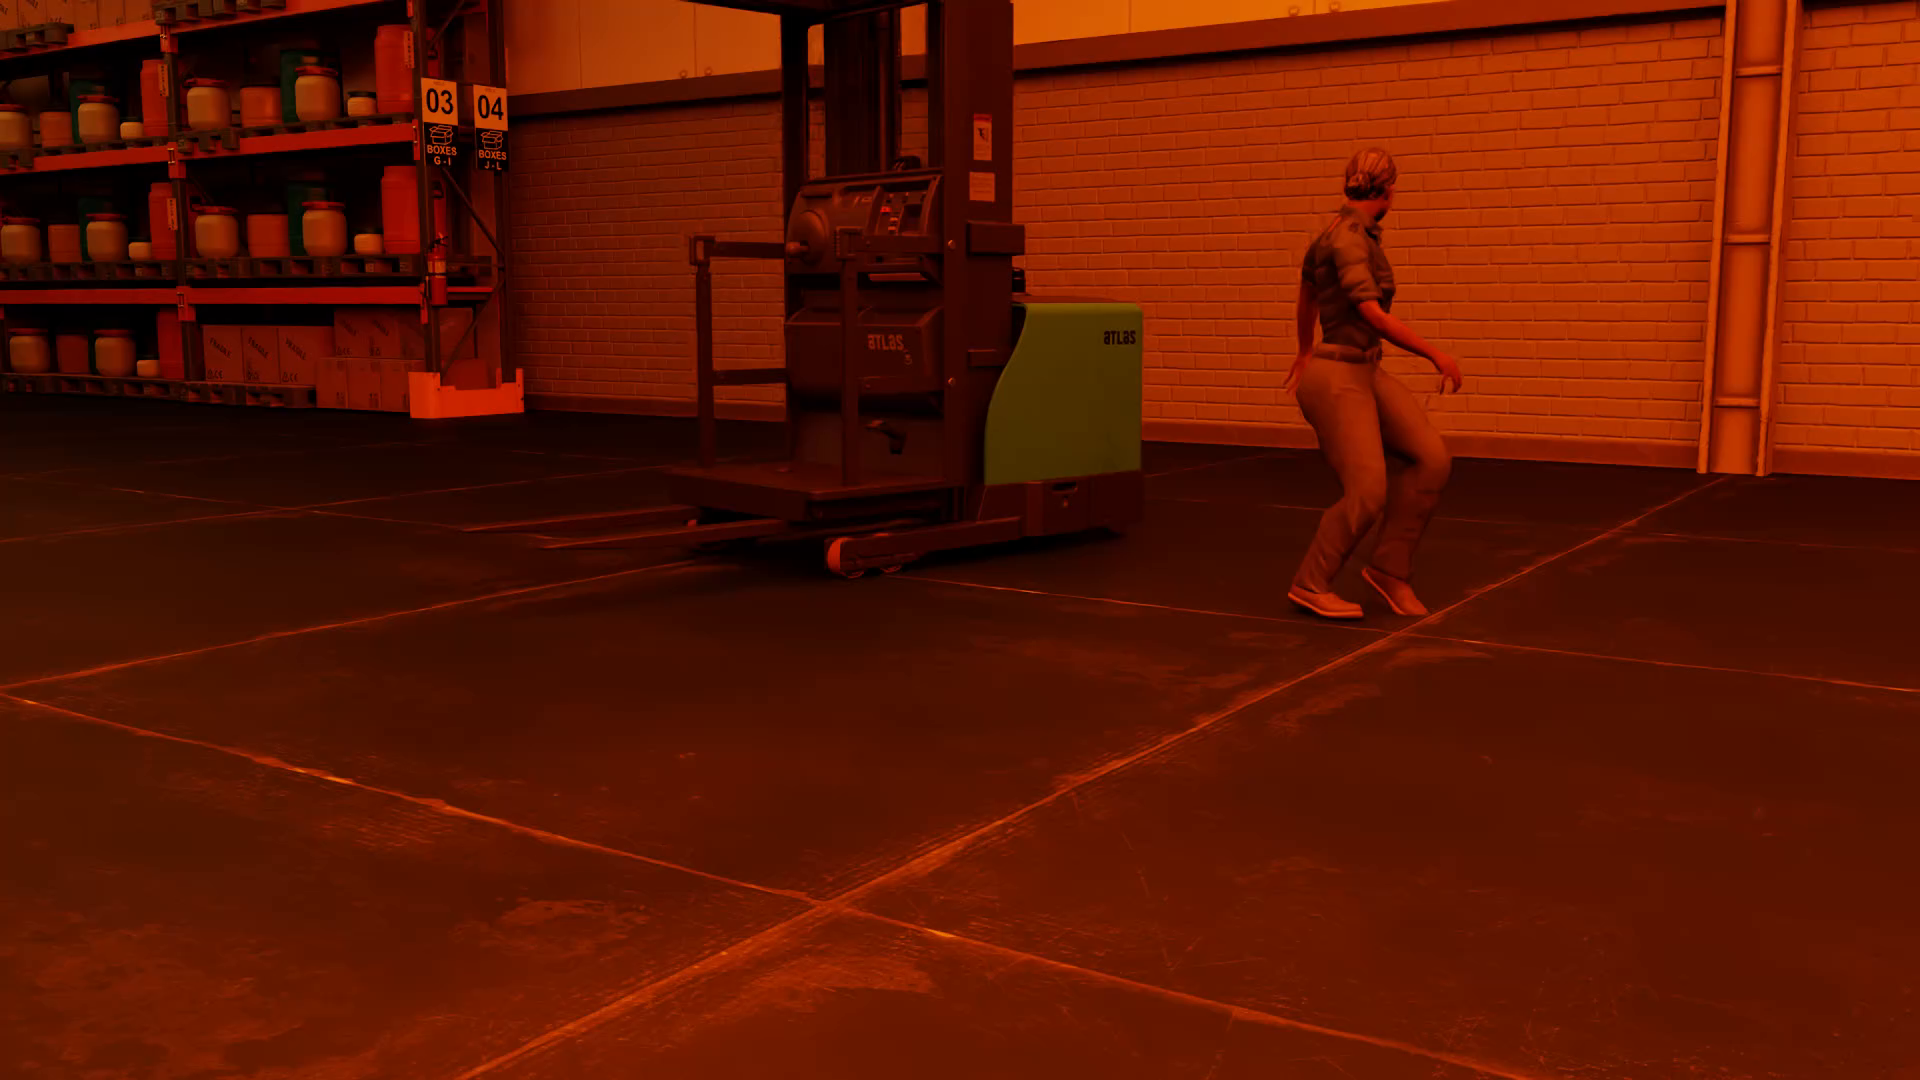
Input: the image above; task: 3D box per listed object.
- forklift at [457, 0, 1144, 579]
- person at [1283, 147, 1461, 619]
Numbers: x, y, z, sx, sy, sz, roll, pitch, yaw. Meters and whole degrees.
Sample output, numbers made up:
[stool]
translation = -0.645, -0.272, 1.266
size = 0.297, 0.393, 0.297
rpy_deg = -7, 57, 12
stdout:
[forklift]
translation = -0.571, -1.381, 6.902
size = 3.031, 2.935, 1.130
rpy_deg = -7, 11, -42
[person]
translation = 1.362, -0.507, 5.699
size = 0.720, 1.639, 0.583
rpy_deg = 5, 9, 31
